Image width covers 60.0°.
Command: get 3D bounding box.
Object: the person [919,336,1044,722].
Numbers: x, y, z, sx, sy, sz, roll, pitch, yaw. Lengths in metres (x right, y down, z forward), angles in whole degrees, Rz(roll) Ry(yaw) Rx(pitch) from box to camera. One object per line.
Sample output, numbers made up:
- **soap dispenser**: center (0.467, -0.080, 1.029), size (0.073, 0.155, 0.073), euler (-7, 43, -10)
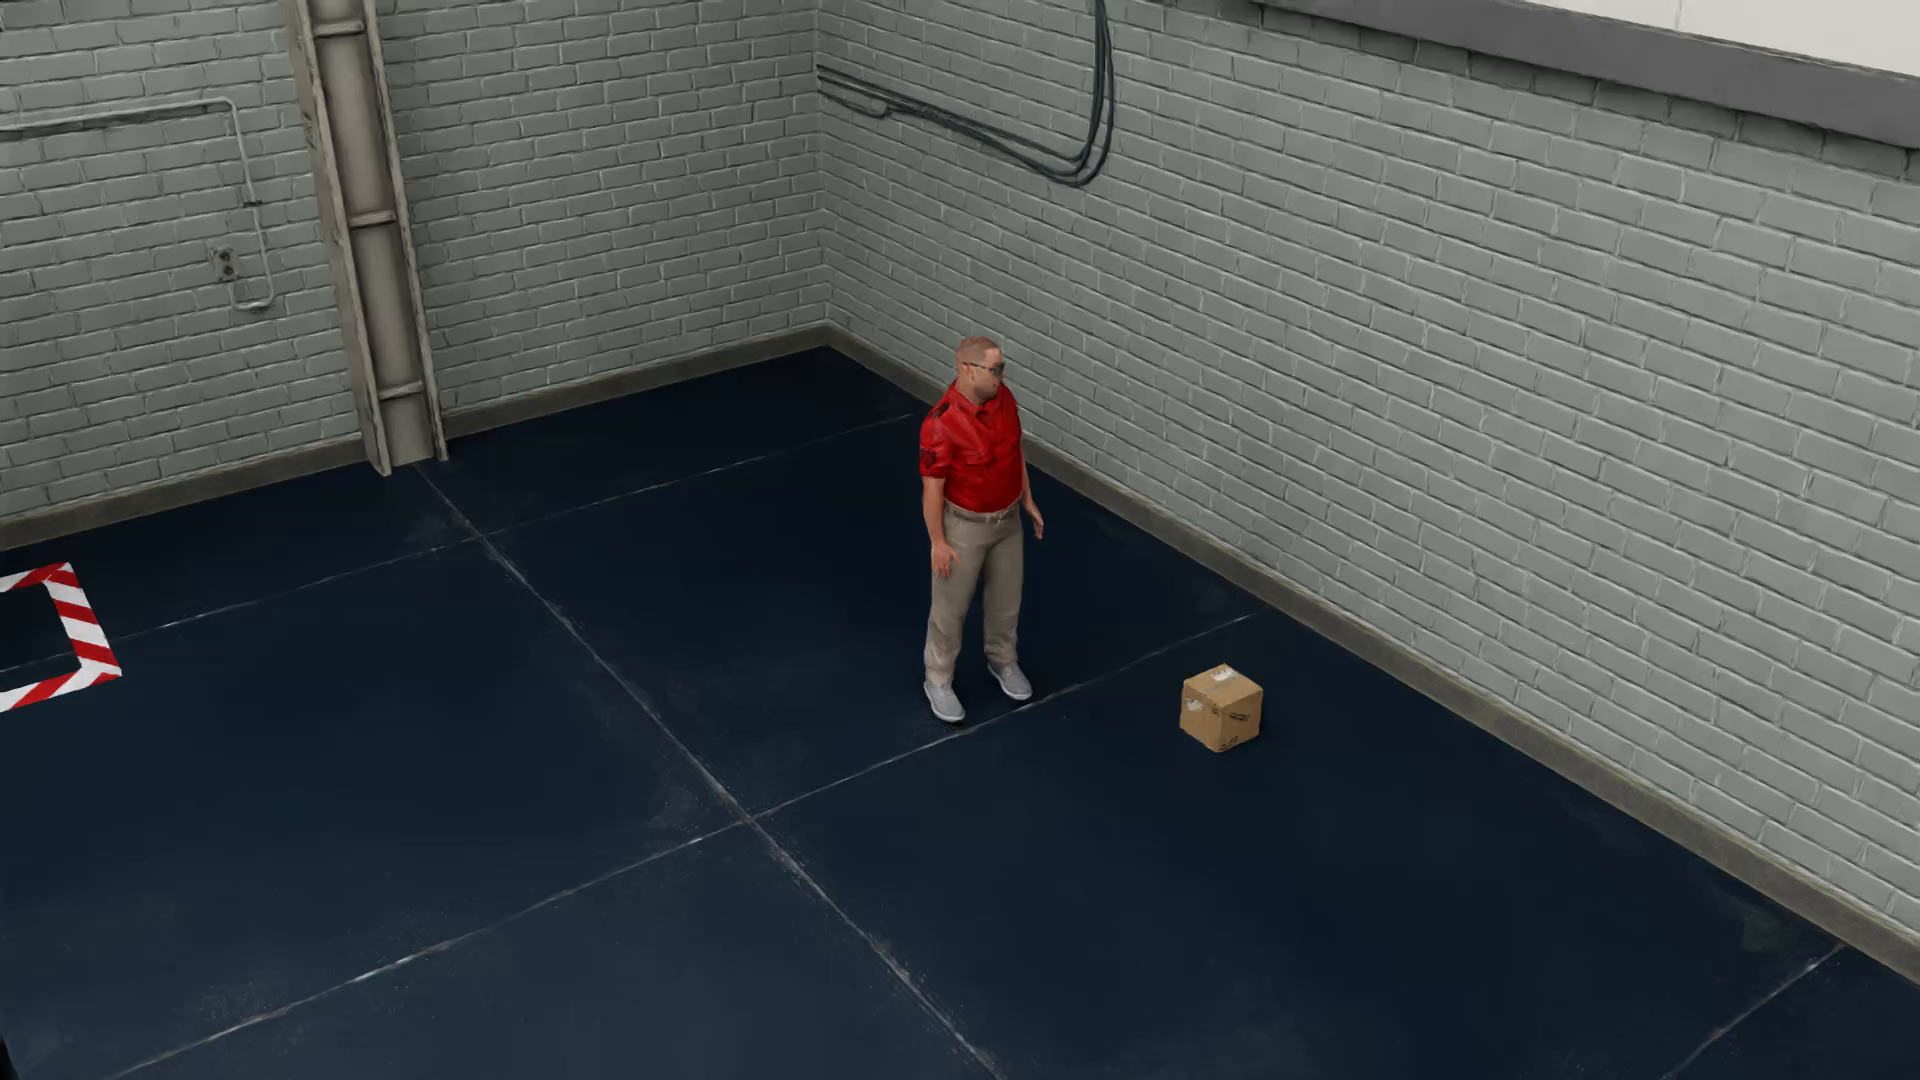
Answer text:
- **person**: center (0.098, -0.060, 7.202), size (0.583, 1.731, 0.414), euler (-25, 37, -38)
